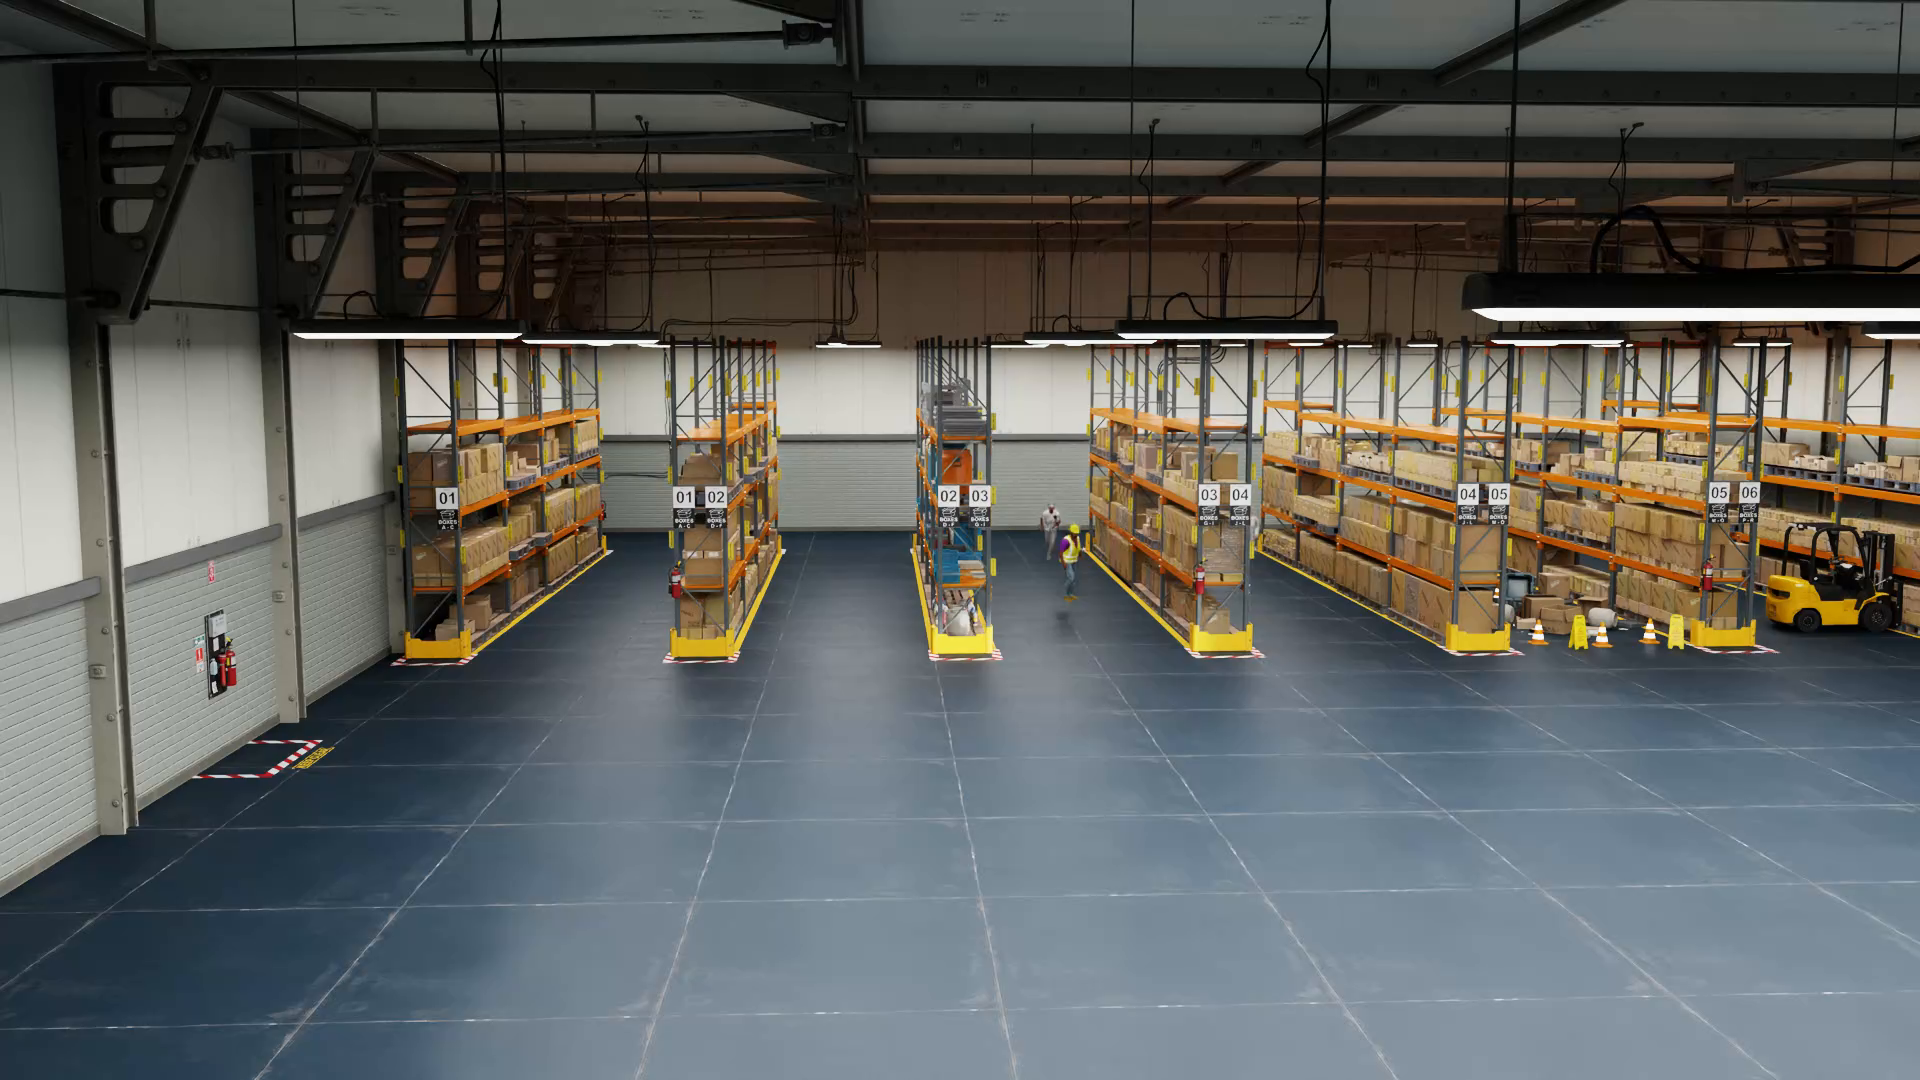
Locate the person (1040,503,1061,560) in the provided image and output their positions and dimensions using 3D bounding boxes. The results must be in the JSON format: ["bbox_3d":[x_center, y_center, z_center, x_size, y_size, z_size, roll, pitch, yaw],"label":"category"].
[{"bbox_3d":[2.491,-0.248,45.727,0.565,1.616,0.694,0,6,-2],"label":"person"}]

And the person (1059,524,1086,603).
[{"bbox_3d":[2.430,0.502,36.218,0.646,1.744,0.717,6,9,44],"label":"person"}]

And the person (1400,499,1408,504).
[{"bbox_3d":[12.129,-0.230,45.051,0.696,1.713,0.766,-3,7,-28],"label":"person"}]

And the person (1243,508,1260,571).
[{"bbox_3d":[7.387,-0.005,43.026,0.700,1.711,0.709,-2,7,-16],"label":"person"}]
